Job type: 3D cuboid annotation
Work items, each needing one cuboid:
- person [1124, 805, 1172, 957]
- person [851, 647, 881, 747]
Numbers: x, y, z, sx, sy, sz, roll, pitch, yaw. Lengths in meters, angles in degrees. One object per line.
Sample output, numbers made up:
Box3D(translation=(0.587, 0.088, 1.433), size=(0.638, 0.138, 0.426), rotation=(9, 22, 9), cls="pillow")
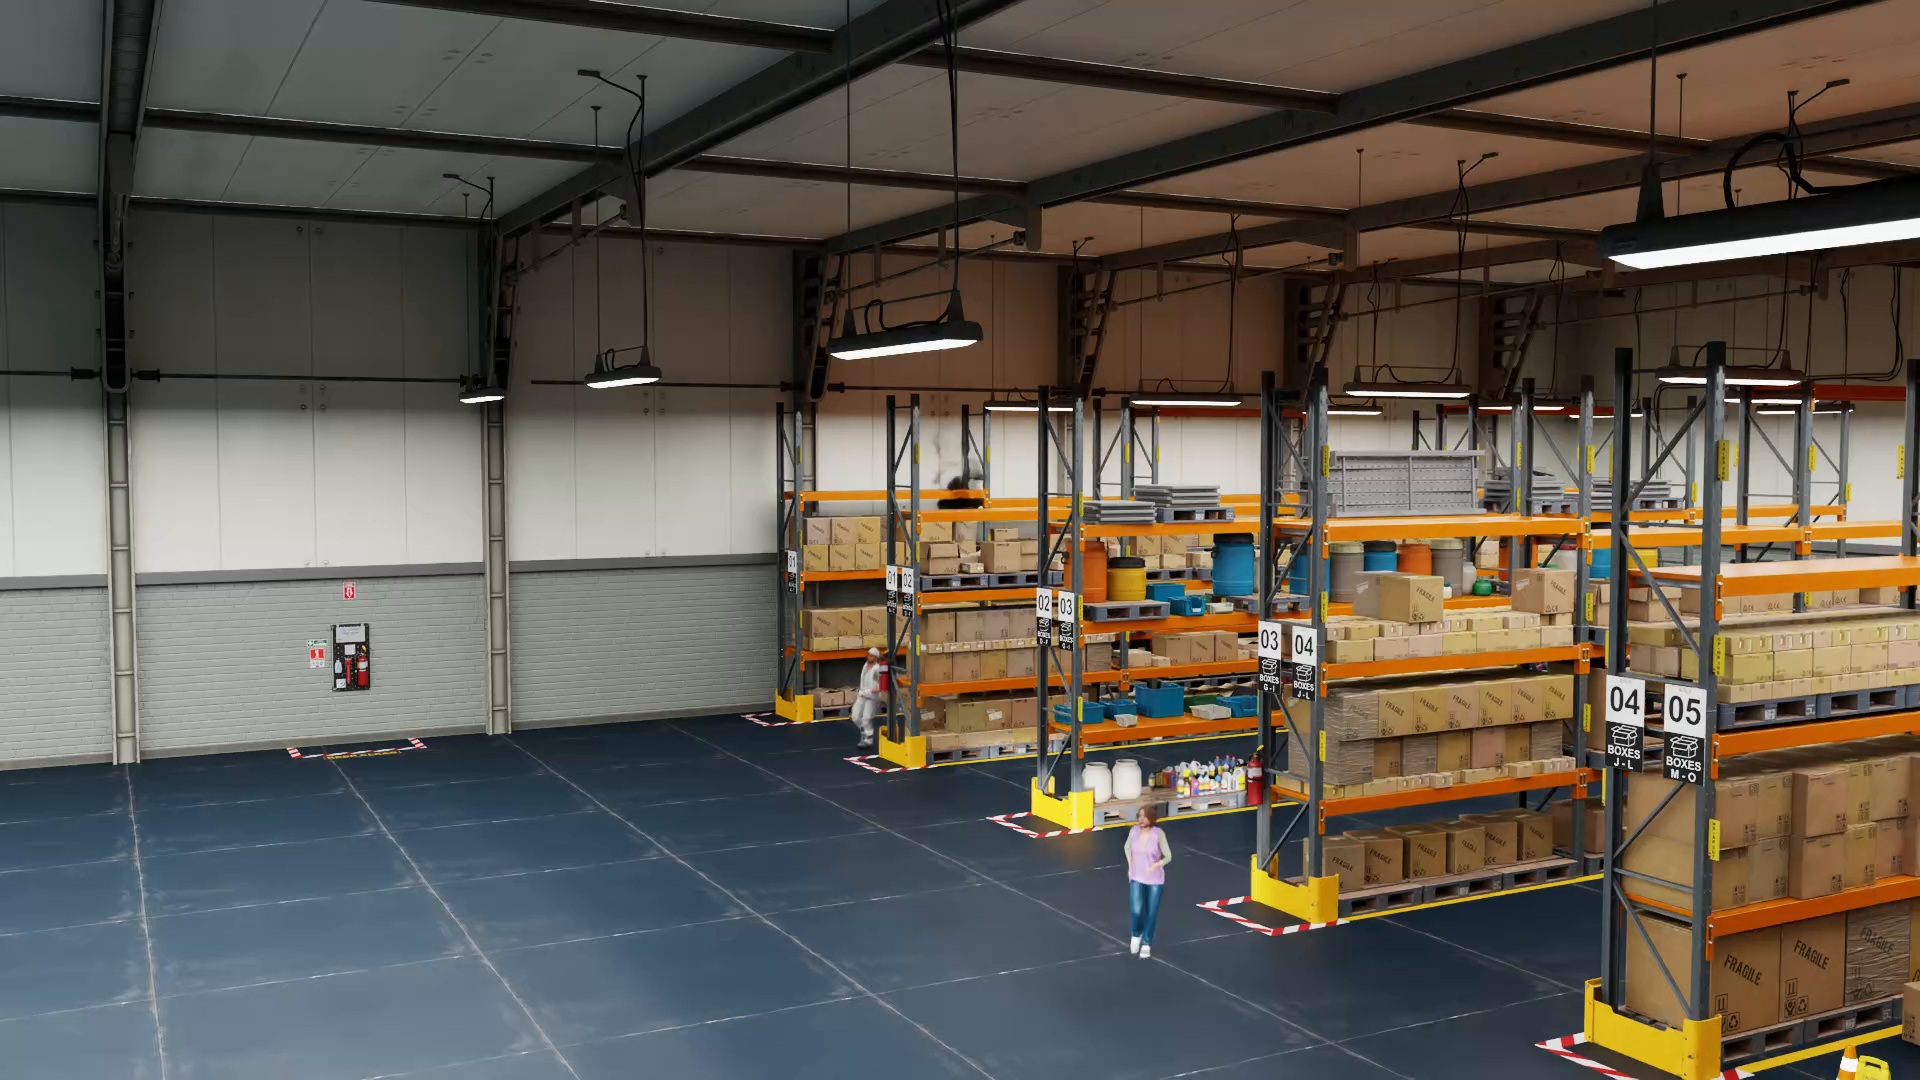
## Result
Box3D(translation=(1.861, 3.441, 16.654), size=(0.517, 1.548, 0.585), rotation=(1, 3, 17), cls="person")
Box3D(translation=(-1.556, 2.690, 28.304), size=(0.656, 1.734, 0.546), rotation=(3, 4, 42), cls="person")
